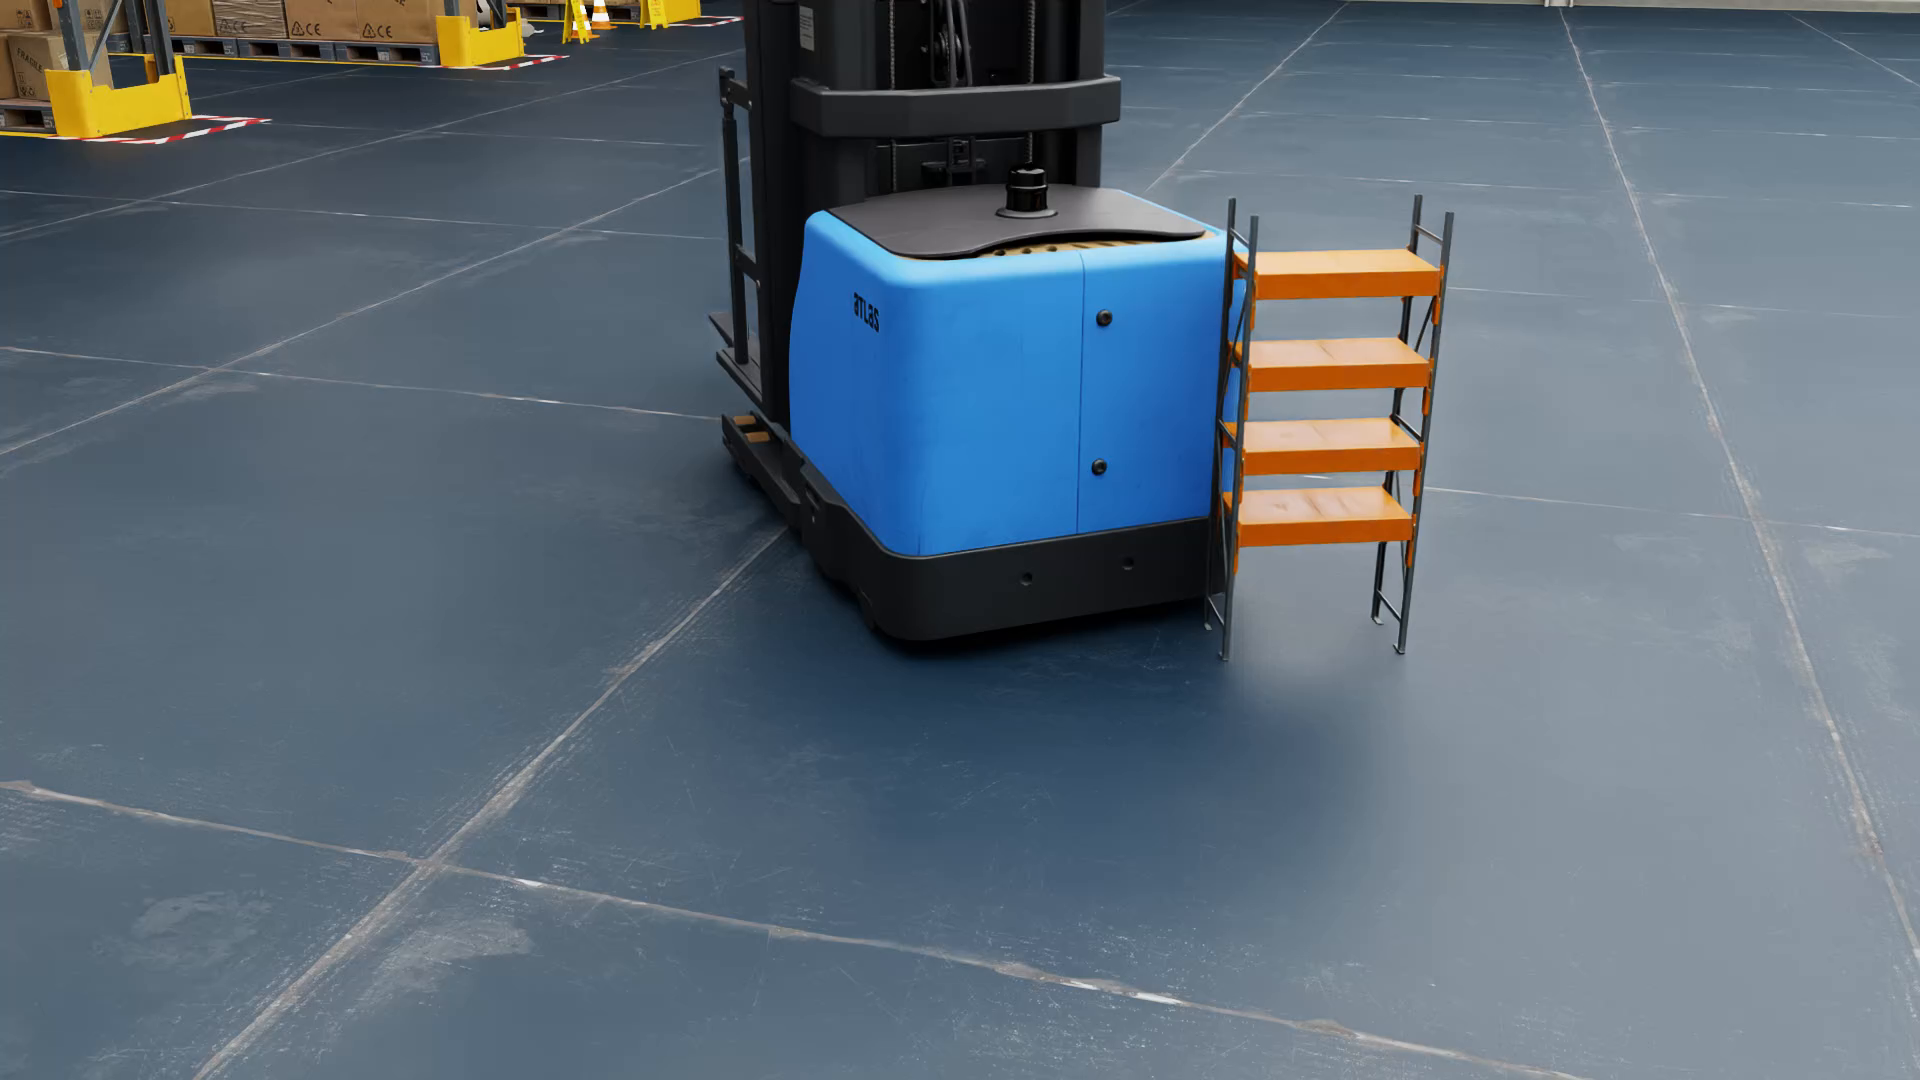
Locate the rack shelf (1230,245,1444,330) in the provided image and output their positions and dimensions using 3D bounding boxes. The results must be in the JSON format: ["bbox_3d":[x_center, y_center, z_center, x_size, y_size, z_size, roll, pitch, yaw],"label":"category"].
[{"bbox_3d":[0.946,-0.645,4.225,0.480,0.148,0.258,-2,22,-5],"label":"rack shelf"}]

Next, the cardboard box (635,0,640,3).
[{"bbox_3d":[-4.457,-7.417,22.468,0.500,0.250,0.500,6,23,15],"label":"cardboard box"}]

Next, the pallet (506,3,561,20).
[{"bbox_3d":[-5.769,-7.260,22.691,1.213,0.211,1.003,7,23,16],"label":"pallet"}]

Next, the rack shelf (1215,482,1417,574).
[{"bbox_3d":[0.946,-0.035,4.475,0.480,0.148,0.258,-2,22,-5],"label":"rack shelf"}]

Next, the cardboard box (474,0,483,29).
[{"bbox_3d":[-6.178,-6.423,20.266,0.637,0.503,0.797,-9,24,-21],"label":"cardboard box"}]

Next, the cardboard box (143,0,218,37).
[{"bbox_3d":[-8.345,-6.051,18.316,0.875,0.875,0.875,7,23,16],"label":"cardboard box"}]

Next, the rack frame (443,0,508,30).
[{"bbox_3d":[-5.098,-6.496,17.154,0.127,3.000,1.000,7,23,16],"label":"rack frame"}]

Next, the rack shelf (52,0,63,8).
[{"bbox_3d":[-8.542,-4.591,13.459,4.000,0.370,1.077,7,23,16],"label":"rack shelf"}]

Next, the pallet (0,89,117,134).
[{"bbox_3d":[-7.468,-3.525,13.586,1.213,0.211,1.003,7,23,16],"label":"pallet"}]

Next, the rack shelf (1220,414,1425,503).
[{"bbox_3d":[0.946,-0.219,4.400,0.480,0.148,0.258,-2,22,-5],"label":"rack shelf"}]

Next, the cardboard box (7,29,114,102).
[{"bbox_3d":[-7.220,-3.817,13.364,0.500,0.500,0.500,11,25,25],"label":"cardboard box"}]

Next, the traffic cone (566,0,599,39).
[{"bbox_3d":[-4.544,-6.270,19.945,0.334,0.463,0.336,7,23,16],"label":"traffic cone"}]

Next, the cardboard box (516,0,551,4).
[{"bbox_3d":[-5.612,-7.334,22.266,0.500,0.250,0.500,6,23,14],"label":"cardboard box"}]

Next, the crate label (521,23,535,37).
[{"bbox_3d":[-5.315,-6.183,20.162,0.298,0.136,0.250,-5,23,-12],"label":"crate label"}]

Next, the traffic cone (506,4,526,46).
[{"bbox_3d":[-5.196,-5.896,19.035,0.334,0.463,0.336,7,23,16],"label":"traffic cone"}]

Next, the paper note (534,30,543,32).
[{"bbox_3d":[-5.245,-6.312,20.618,0.142,0.019,0.148,-1,22,-3],"label":"paper note"}]

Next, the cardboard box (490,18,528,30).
[{"bbox_3d":[-5.602,-6.396,20.667,0.380,0.149,0.250,-20,29,-39],"label":"cardboard box"}]

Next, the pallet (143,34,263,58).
[{"bbox_3d":[-8.222,-5.533,18.480,1.213,0.211,1.003,7,23,15],"label":"pallet"}]

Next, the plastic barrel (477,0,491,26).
[{"bbox_3d":[-6.179,-6.790,21.265,0.512,0.421,0.421,-14,26,-30],"label":"plastic barrel"}]

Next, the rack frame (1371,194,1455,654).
[{"bbox_3d":[1.189,-0.290,4.397,0.015,1.200,0.240,-2,22,-5],"label":"rack frame"}]

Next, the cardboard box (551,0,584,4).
[{"bbox_3d":[-5.110,-7.278,22.131,0.500,0.250,0.500,7,23,16],"label":"cardboard box"}]

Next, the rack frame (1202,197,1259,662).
[{"bbox_3d":[0.703,-0.272,4.352,0.015,1.200,0.240,-2,22,-5],"label":"rack frame"}]

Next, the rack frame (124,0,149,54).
[{"bbox_3d":[-8.927,-6.934,18.223,0.127,3.000,1.000,7,23,16],"label":"rack frame"}]

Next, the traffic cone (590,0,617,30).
[{"bbox_3d":[-4.549,-6.710,21.019,0.334,0.463,0.336,7,23,16],"label":"traffic cone"}]

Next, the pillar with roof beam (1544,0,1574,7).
[{"bbox_3d":[7.504,-10.409,18.789,0.400,9.000,9.100,7,23,16],"label":"pillar with roof beam"}]

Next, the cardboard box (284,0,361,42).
[{"bbox_3d":[-6.609,-5.853,17.833,0.875,0.875,0.875,6,23,15],"label":"cardboard box"}]

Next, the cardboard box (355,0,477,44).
[{"bbox_3d":[-5.766,-5.758,17.600,0.875,0.875,0.875,7,23,16],"label":"cardboard box"}]

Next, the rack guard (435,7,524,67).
[{"bbox_3d":[-5.075,-5.337,17.622,0.348,0.500,1.175,7,23,16],"label":"rack guard"}]

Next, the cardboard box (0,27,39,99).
[{"bbox_3d":[-7.802,-3.870,13.493,0.500,0.500,0.500,13,26,29],"label":"cardboard box"}]

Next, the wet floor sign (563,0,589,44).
[{"bbox_3d":[-4.498,-6.123,19.347,0.232,0.644,0.267,3,22,6],"label":"wet floor sign"}]

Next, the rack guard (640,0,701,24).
[{"bbox_3d":[-3.837,-7.157,22.060,0.348,0.500,1.175,7,23,16],"label":"rack guard"}]

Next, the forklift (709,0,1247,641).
[{"bbox_3d":[-0.209,-1.616,5.348,1.130,2.935,3.031,-8,24,-19],"label":"forklift"}]

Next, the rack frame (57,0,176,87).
[{"bbox_3d":[-6.627,-4.705,12.788,0.127,3.000,1.000,7,23,16],"label":"rack frame"}]

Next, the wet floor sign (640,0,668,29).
[{"bbox_3d":[-3.892,-6.807,21.014,0.232,0.644,0.267,16,27,34],"label":"wet floor sign"}]

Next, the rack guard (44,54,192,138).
[{"bbox_3d":[-6.700,-3.557,13.282,0.348,0.500,1.175,7,23,16],"label":"rack guard"}]

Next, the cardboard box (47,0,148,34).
[{"bbox_3d":[-9.548,-6.123,18.656,0.750,0.750,1.050,6,23,15],"label":"cardboard box"}]

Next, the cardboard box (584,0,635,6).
[{"bbox_3d":[-4.639,-7.221,21.992,0.500,0.250,0.500,6,23,15],"label":"cardboard box"}]

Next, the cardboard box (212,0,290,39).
[{"bbox_3d":[-7.481,-5.954,18.079,0.875,0.875,0.875,7,23,16],"label":"cardboard box"}]

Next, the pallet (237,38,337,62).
[{"bbox_3d":[-7.050,-5.400,18.155,1.213,0.211,1.003,7,23,15],"label":"pallet"}]

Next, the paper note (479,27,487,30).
[{"bbox_3d":[-6.015,-6.455,20.980,0.142,0.019,0.148,16,27,34],"label":"paper note"}]

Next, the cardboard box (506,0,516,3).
[{"bbox_3d":[-6.084,-7.392,22.408,0.500,0.250,0.500,6,23,15],"label":"cardboard box"}]

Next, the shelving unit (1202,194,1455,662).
[{"bbox_3d":[0.946,-0.281,4.374,0.503,1.200,0.258,-2,22,-5],"label":"shelving unit"}]

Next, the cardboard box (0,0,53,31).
[{"bbox_3d":[-10.470,-6.230,18.918,0.750,0.750,1.050,7,23,15],"label":"cardboard box"}]

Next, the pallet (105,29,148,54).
[{"bbox_3d":[-9.688,-5.702,18.892,1.213,0.211,1.003,7,23,16],"label":"pallet"}]

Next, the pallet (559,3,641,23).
[{"bbox_3d":[-4.605,-7.126,22.363,1.213,0.211,1.003,7,23,16],"label":"pallet"}]

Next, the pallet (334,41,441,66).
[{"bbox_3d":[-5.886,-5.265,17.828,1.213,0.211,1.003,7,23,15],"label":"pallet"}]

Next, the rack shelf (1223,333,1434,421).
[{"bbox_3d":[0.946,-0.426,4.315,0.480,0.148,0.258,-2,22,-5],"label":"rack shelf"}]
